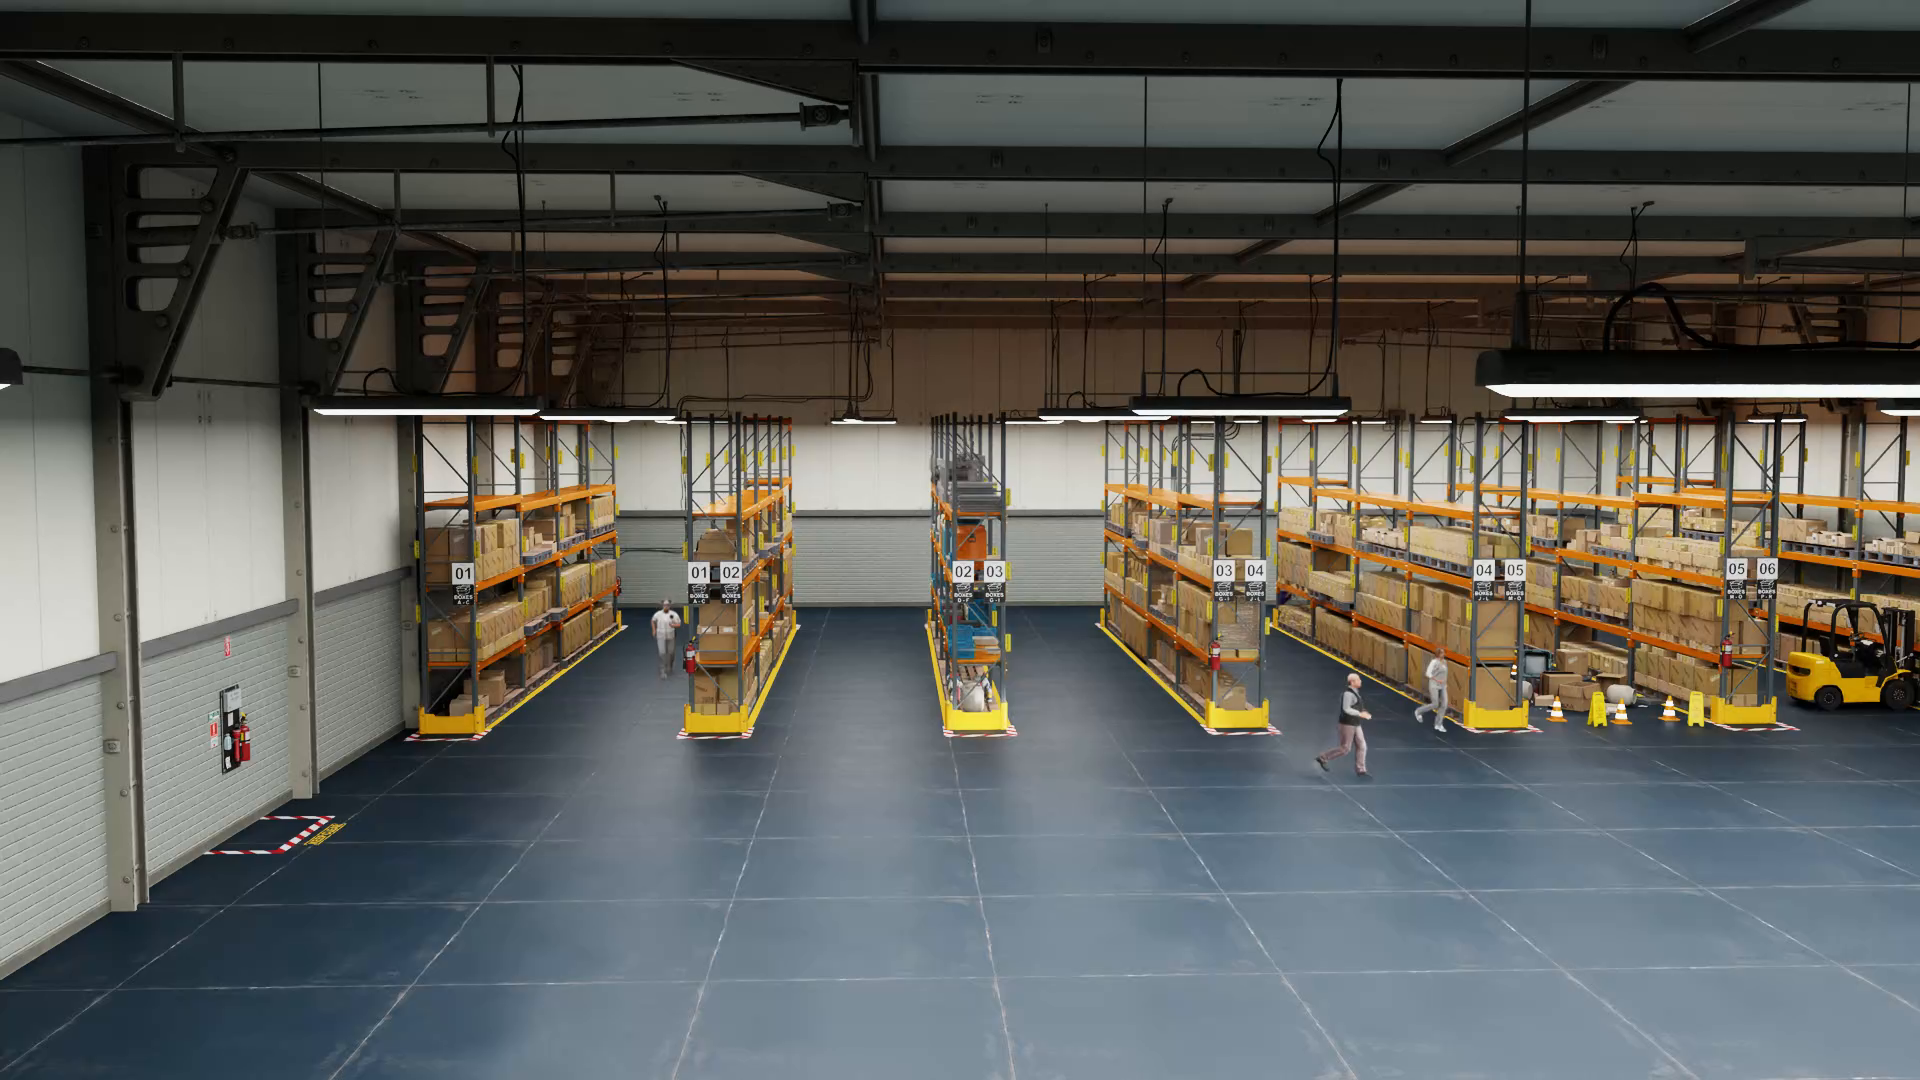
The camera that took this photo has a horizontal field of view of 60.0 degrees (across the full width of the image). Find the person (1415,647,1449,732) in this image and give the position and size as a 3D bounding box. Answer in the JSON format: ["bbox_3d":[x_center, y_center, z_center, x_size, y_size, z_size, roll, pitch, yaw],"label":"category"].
[{"bbox_3d":[8.994,2.805,31.503,0.536,1.584,0.704,-3,5,-34],"label":"person"}]

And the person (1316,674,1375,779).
[{"bbox_3d":[6.297,3.020,27.103,0.934,1.712,0.648,2,4,25],"label":"person"}]

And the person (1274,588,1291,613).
[{"bbox_3d":[9.507,1.609,48.836,0.540,1.591,0.665,-1,4,-14],"label":"person"}]

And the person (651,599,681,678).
[{"bbox_3d":[-6.721,2.223,38.069,0.662,1.768,0.989,-1,4,-12],"label":"person"}]
